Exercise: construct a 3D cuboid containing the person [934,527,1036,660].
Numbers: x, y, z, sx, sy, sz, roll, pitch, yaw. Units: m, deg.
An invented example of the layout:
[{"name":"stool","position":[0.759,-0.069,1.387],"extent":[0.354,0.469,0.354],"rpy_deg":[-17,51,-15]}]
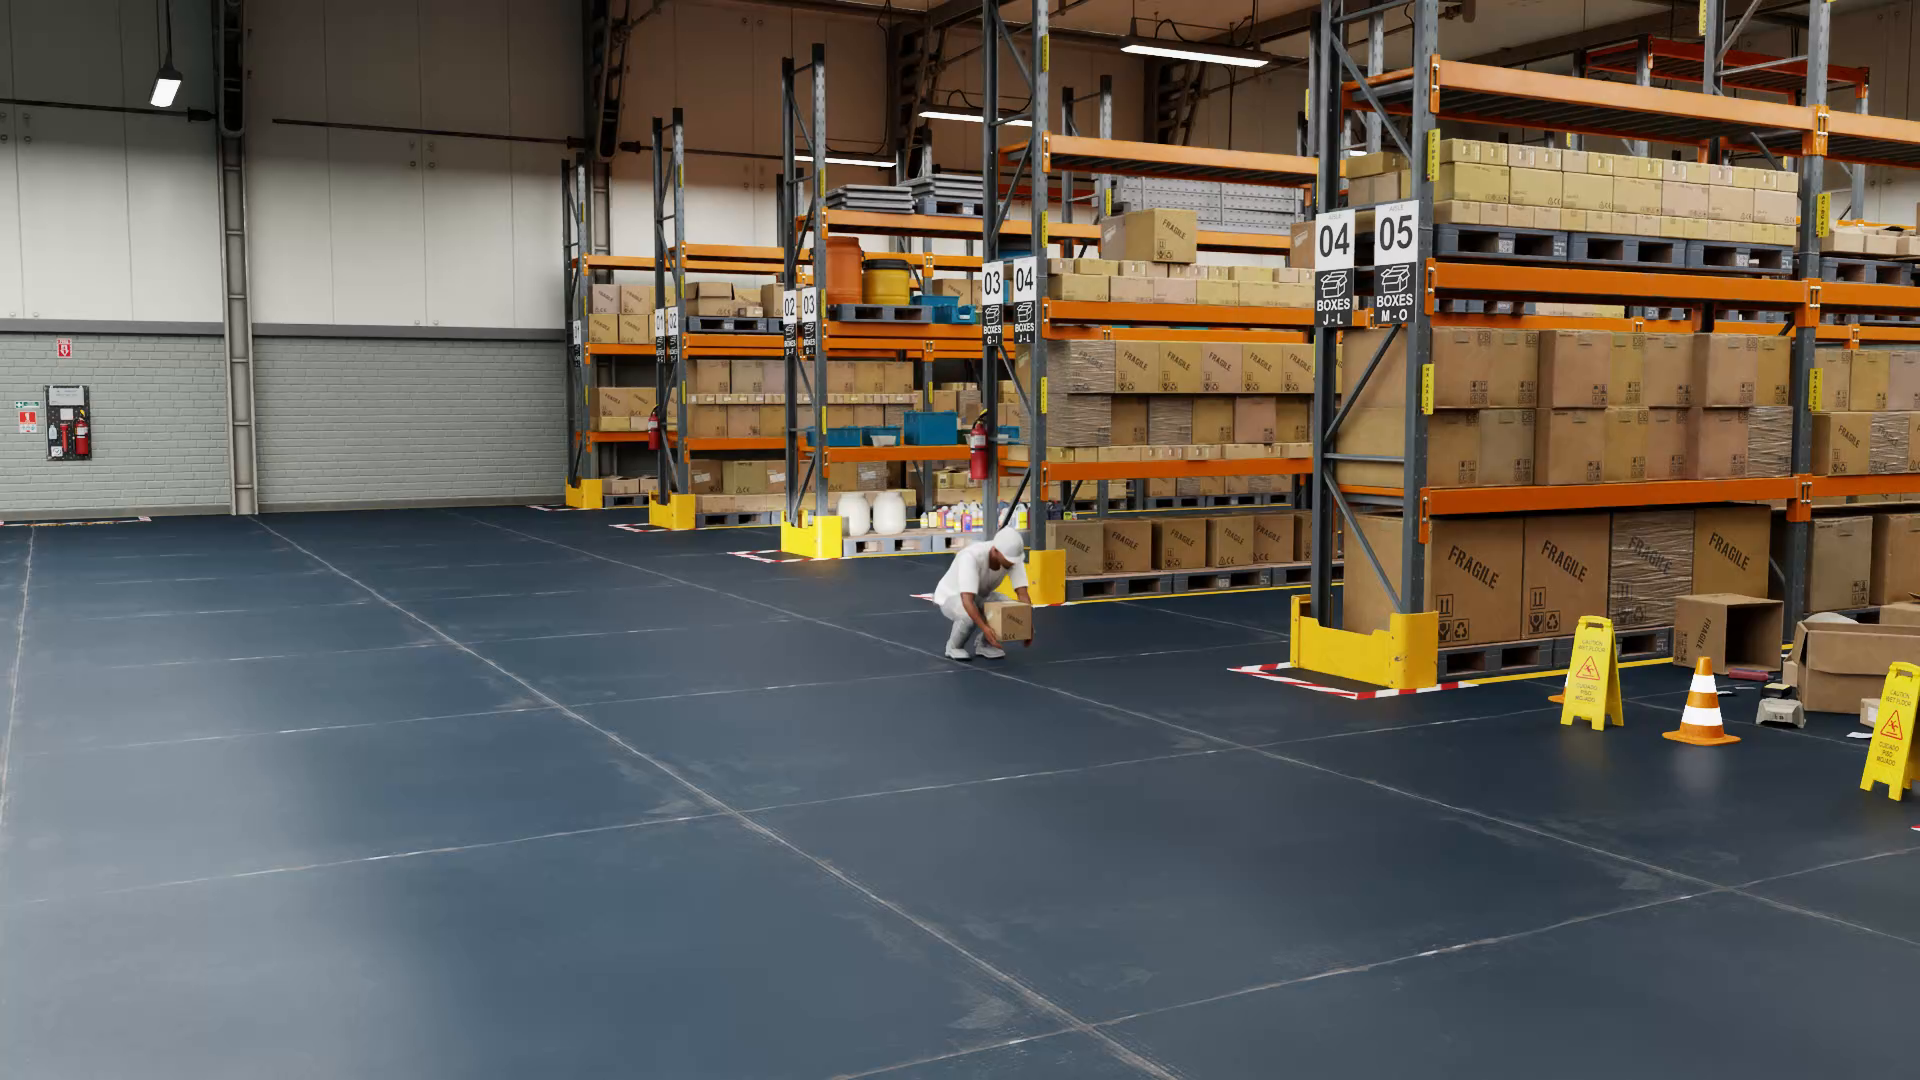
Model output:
[{"name":"person","position":[0.191,0.386,12.178],"extent":[0.586,0.997,0.888],"rpy_deg":[-3,6,-29]}]
